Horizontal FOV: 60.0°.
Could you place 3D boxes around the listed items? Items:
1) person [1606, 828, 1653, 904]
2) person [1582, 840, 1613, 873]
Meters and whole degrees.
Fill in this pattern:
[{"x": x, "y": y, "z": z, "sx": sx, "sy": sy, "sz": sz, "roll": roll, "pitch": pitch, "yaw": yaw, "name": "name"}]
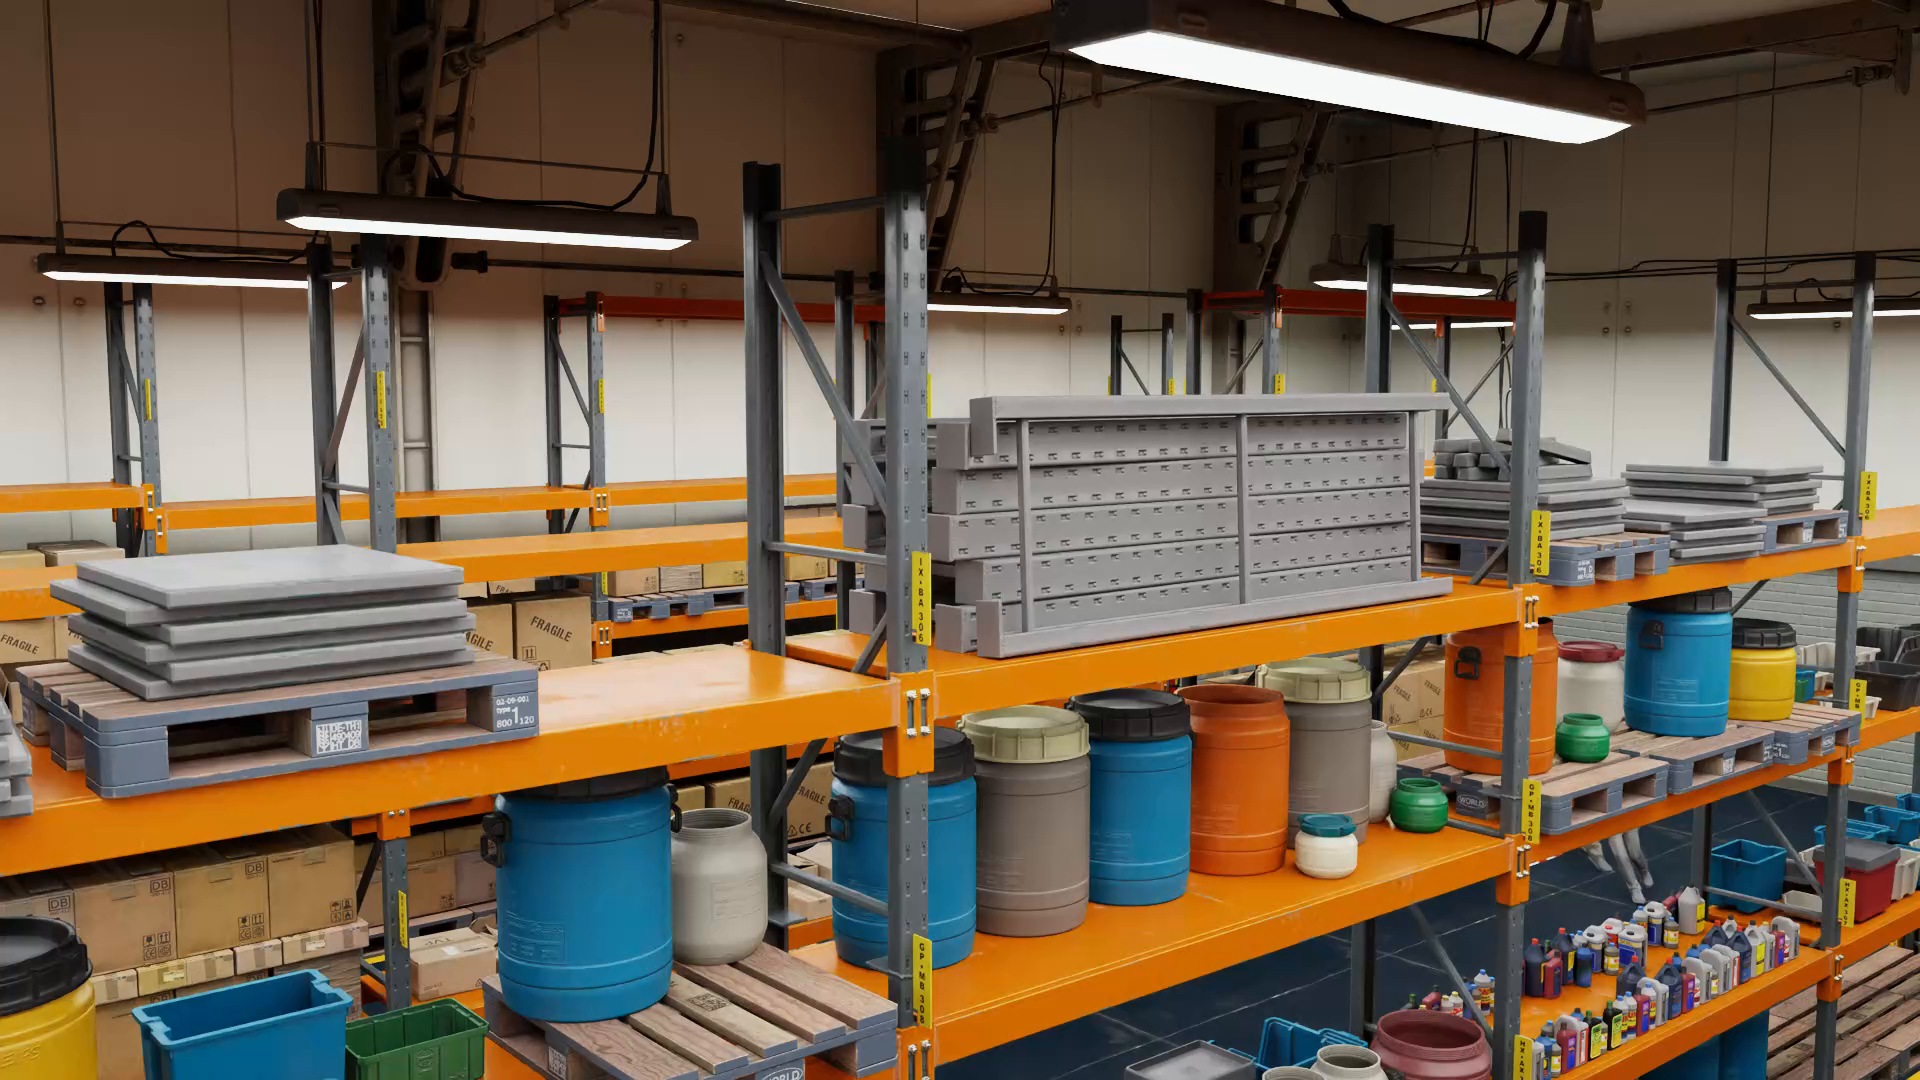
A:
[{"x": 6.569, "y": 2.764, "z": 16.681, "sx": 0.742, "sy": 1.595, "sz": 0.612, "roll": 3, "pitch": 6, "yaw": 25, "name": "person"}, {"x": 6.684, "y": 2.592, "z": 17.786, "sx": 0.702, "sy": 1.784, "sz": 0.832, "roll": -1, "pitch": 6, "yaw": -11, "name": "person"}]
